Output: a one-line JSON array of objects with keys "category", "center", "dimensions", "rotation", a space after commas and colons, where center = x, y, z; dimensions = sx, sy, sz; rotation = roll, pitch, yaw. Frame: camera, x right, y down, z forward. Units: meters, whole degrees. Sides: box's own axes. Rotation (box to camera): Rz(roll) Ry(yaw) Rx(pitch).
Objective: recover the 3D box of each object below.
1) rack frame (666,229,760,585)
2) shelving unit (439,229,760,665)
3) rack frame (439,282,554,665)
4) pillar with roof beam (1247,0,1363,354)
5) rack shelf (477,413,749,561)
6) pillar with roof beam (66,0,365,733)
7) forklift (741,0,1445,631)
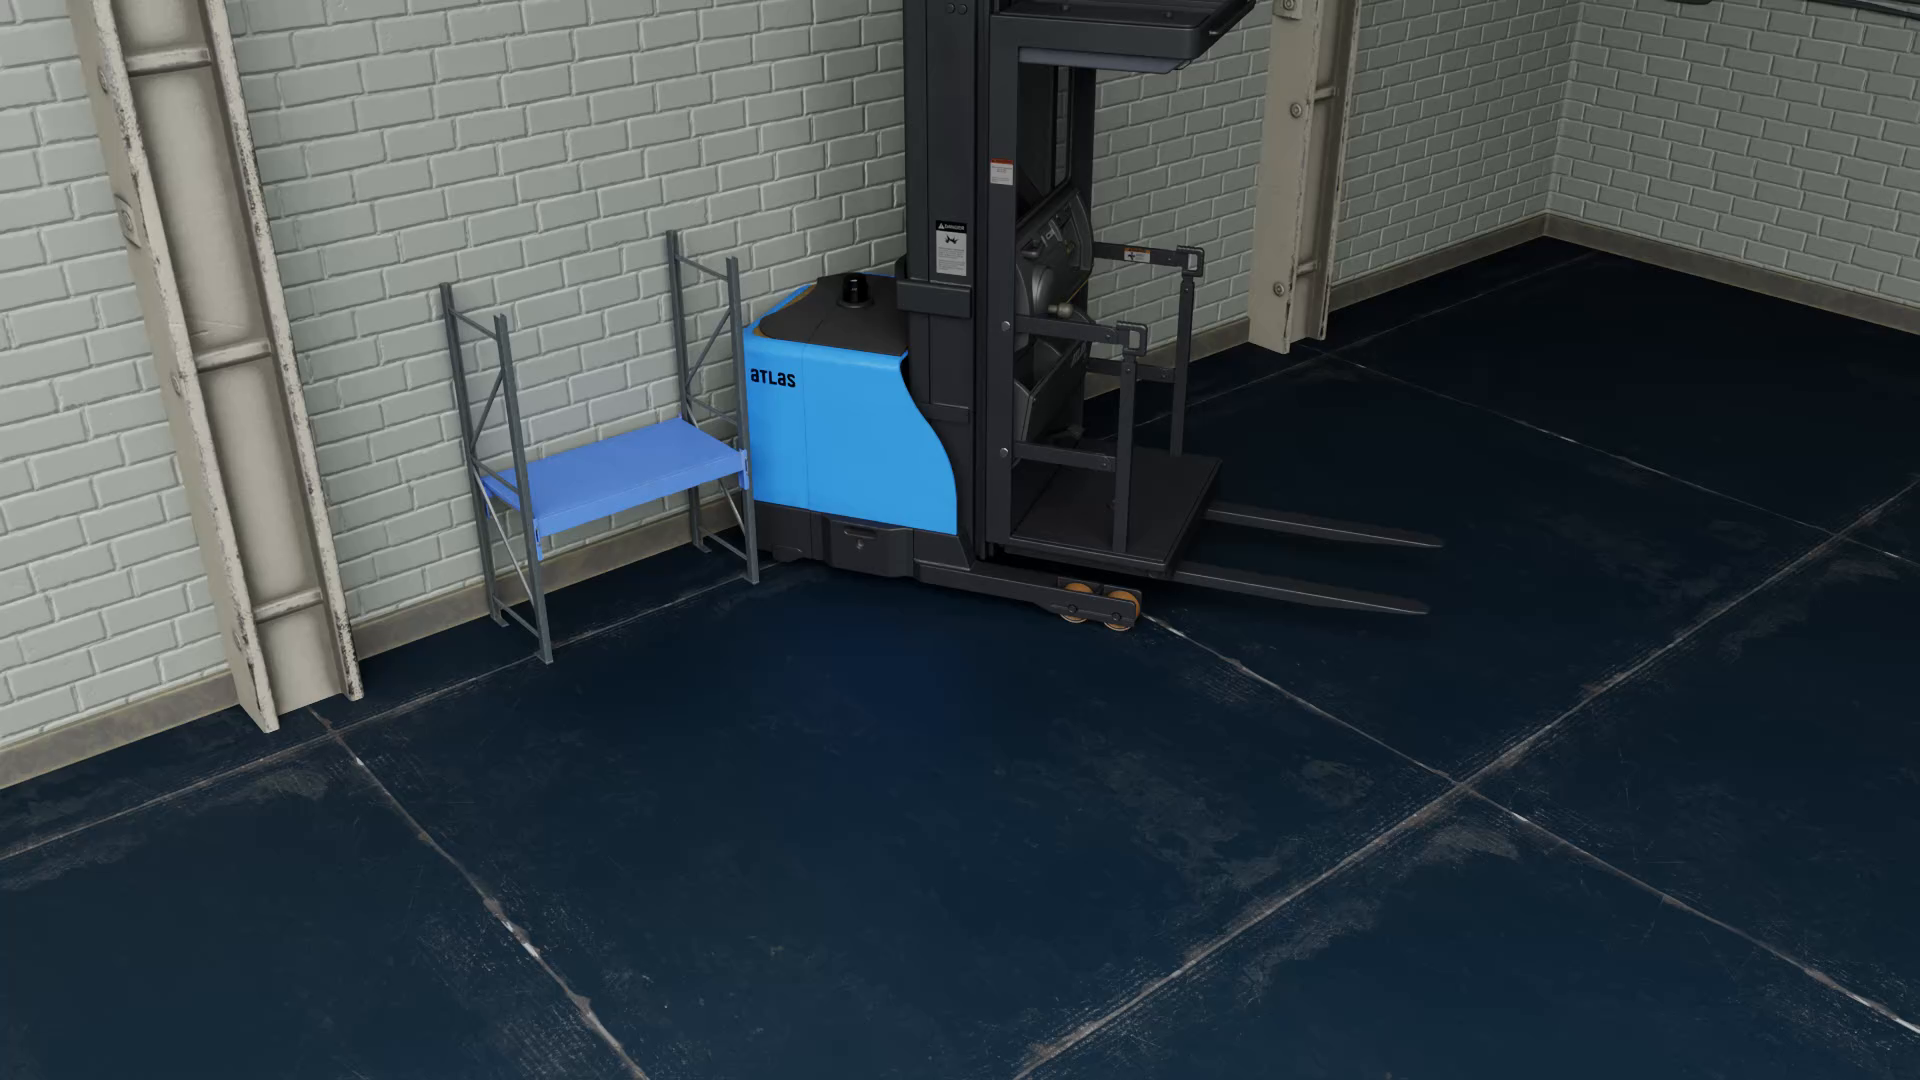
[{"category": "rack frame", "center": [-1.066, -0.556, 7.199], "dimensions": [0.032, 1.500, 0.500], "rotation": [-22, 35, -35]}, {"category": "shelving unit", "center": [-1.452, -0.400, 6.908], "dimensions": [1.048, 1.500, 0.538], "rotation": [-22, 35, -35]}, {"category": "rack frame", "center": [-1.839, -0.245, 6.617], "dimensions": [0.032, 1.500, 0.500], "rotation": [-22, 35, -35]}, {"category": "pillar with roof beam", "center": [4.752, -3.636, 5.005], "dimensions": [0.400, 9.000, 9.100], "rotation": [-22, 35, -35]}, {"category": "rack shelf", "center": [-1.452, -0.242, 6.993], "dimensions": [1.000, 0.185, 0.538], "rotation": [-22, 35, -35]}, {"category": "pillar with roof beam", "center": [0.187, -1.800, 1.571], "dimensions": [0.400, 9.000, 9.100], "rotation": [-22, 35, -35]}, {"category": "forklift", "center": [0.585, -1.192, 6.870], "dimensions": [3.031, 2.935, 1.130], "rotation": [10, 30, 18]}]
